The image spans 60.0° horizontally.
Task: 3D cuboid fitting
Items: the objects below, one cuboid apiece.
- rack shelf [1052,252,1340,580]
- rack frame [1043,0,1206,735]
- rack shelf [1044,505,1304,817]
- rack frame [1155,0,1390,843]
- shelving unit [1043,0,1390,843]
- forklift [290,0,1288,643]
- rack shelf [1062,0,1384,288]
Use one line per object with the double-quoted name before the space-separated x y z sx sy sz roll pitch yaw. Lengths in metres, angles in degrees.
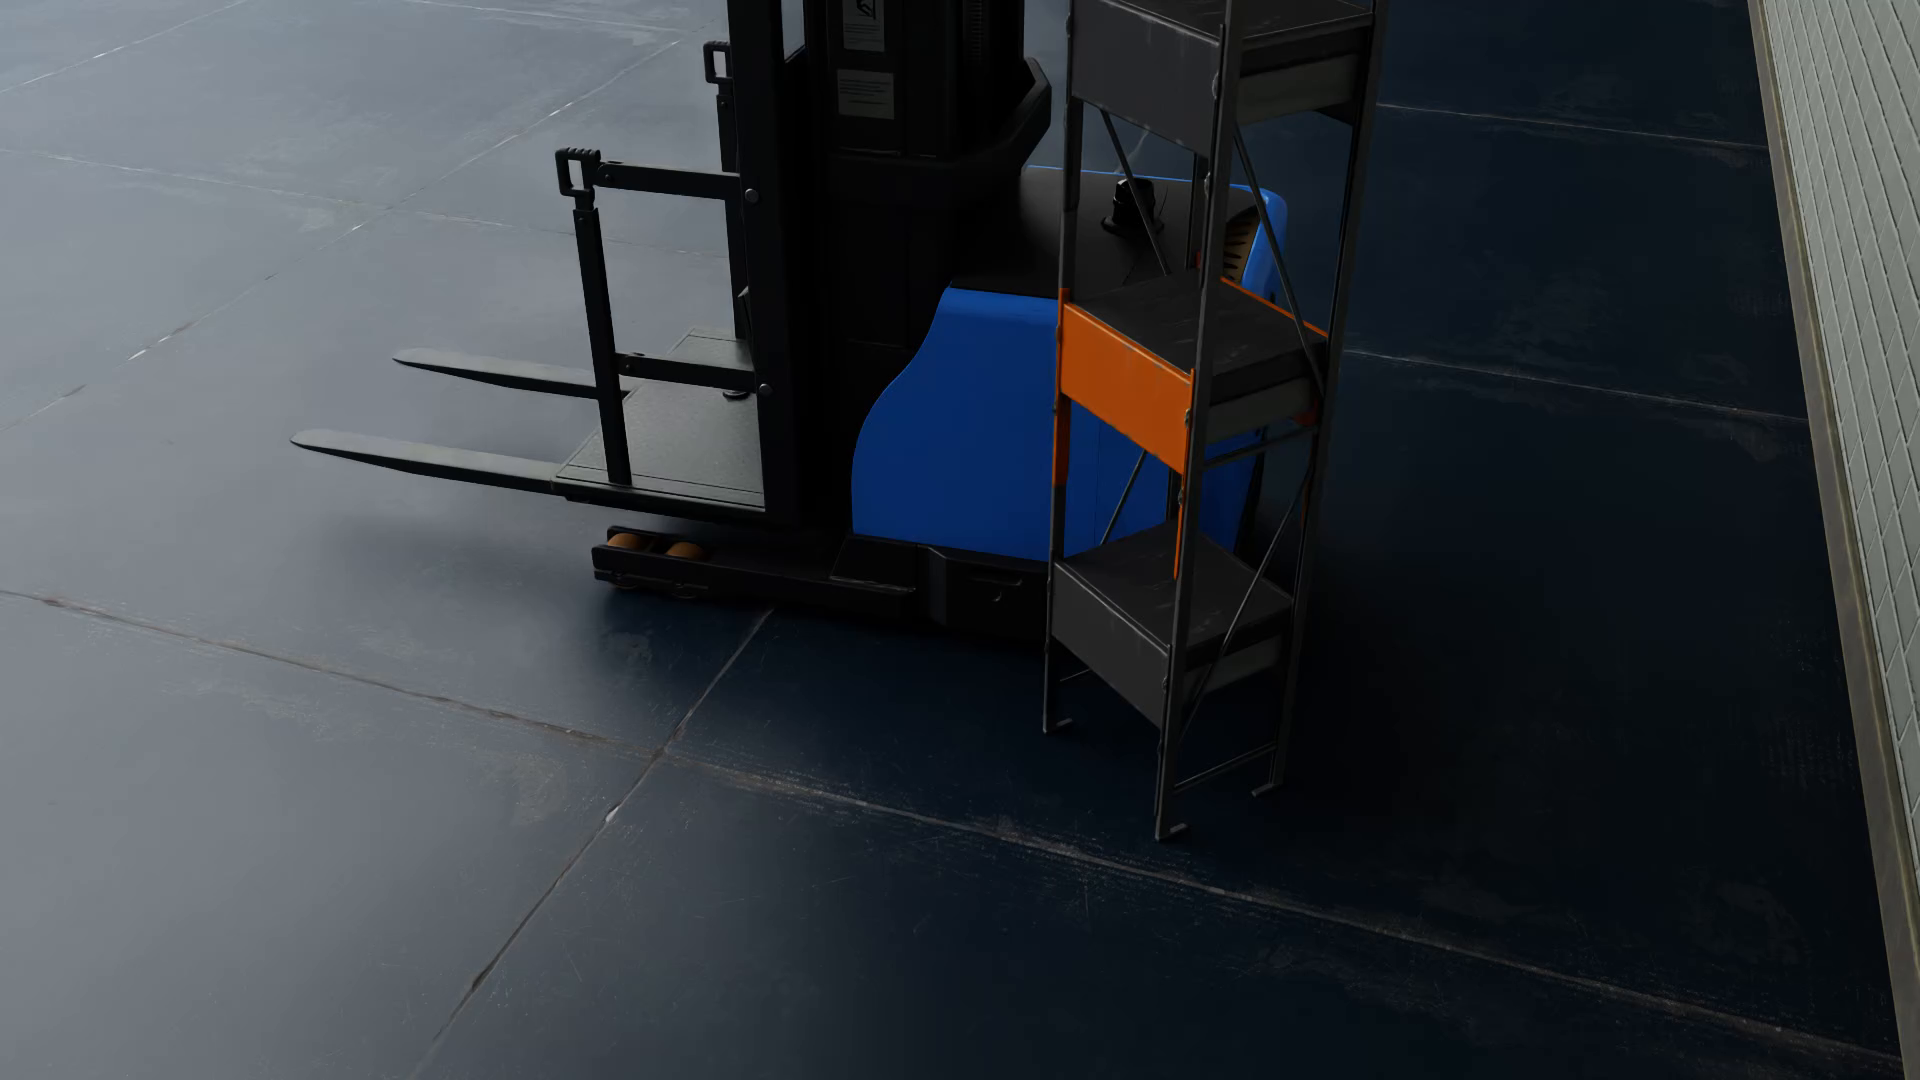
"rack shelf" 0.525 -0.298 3.802 0.431 0.518 0.480 -19 37 -26
"rack frame" 0.395 -0.422 3.968 0.400 2.100 0.015 -19 37 -26
"rack shelf" 0.525 0.290 4.181 0.431 0.518 0.480 -19 37 -26
"rack frame" 0.655 -0.198 3.621 0.400 2.100 0.015 -19 37 -26
"shelving unit" 0.525 -0.310 3.794 0.431 2.100 0.503 -19 37 -26
"forklift" -0.605 -1.321 4.594 3.031 2.935 1.130 8 34 13
"rack shelf" 0.525 -0.887 3.422 0.431 0.518 0.480 -19 37 -26
